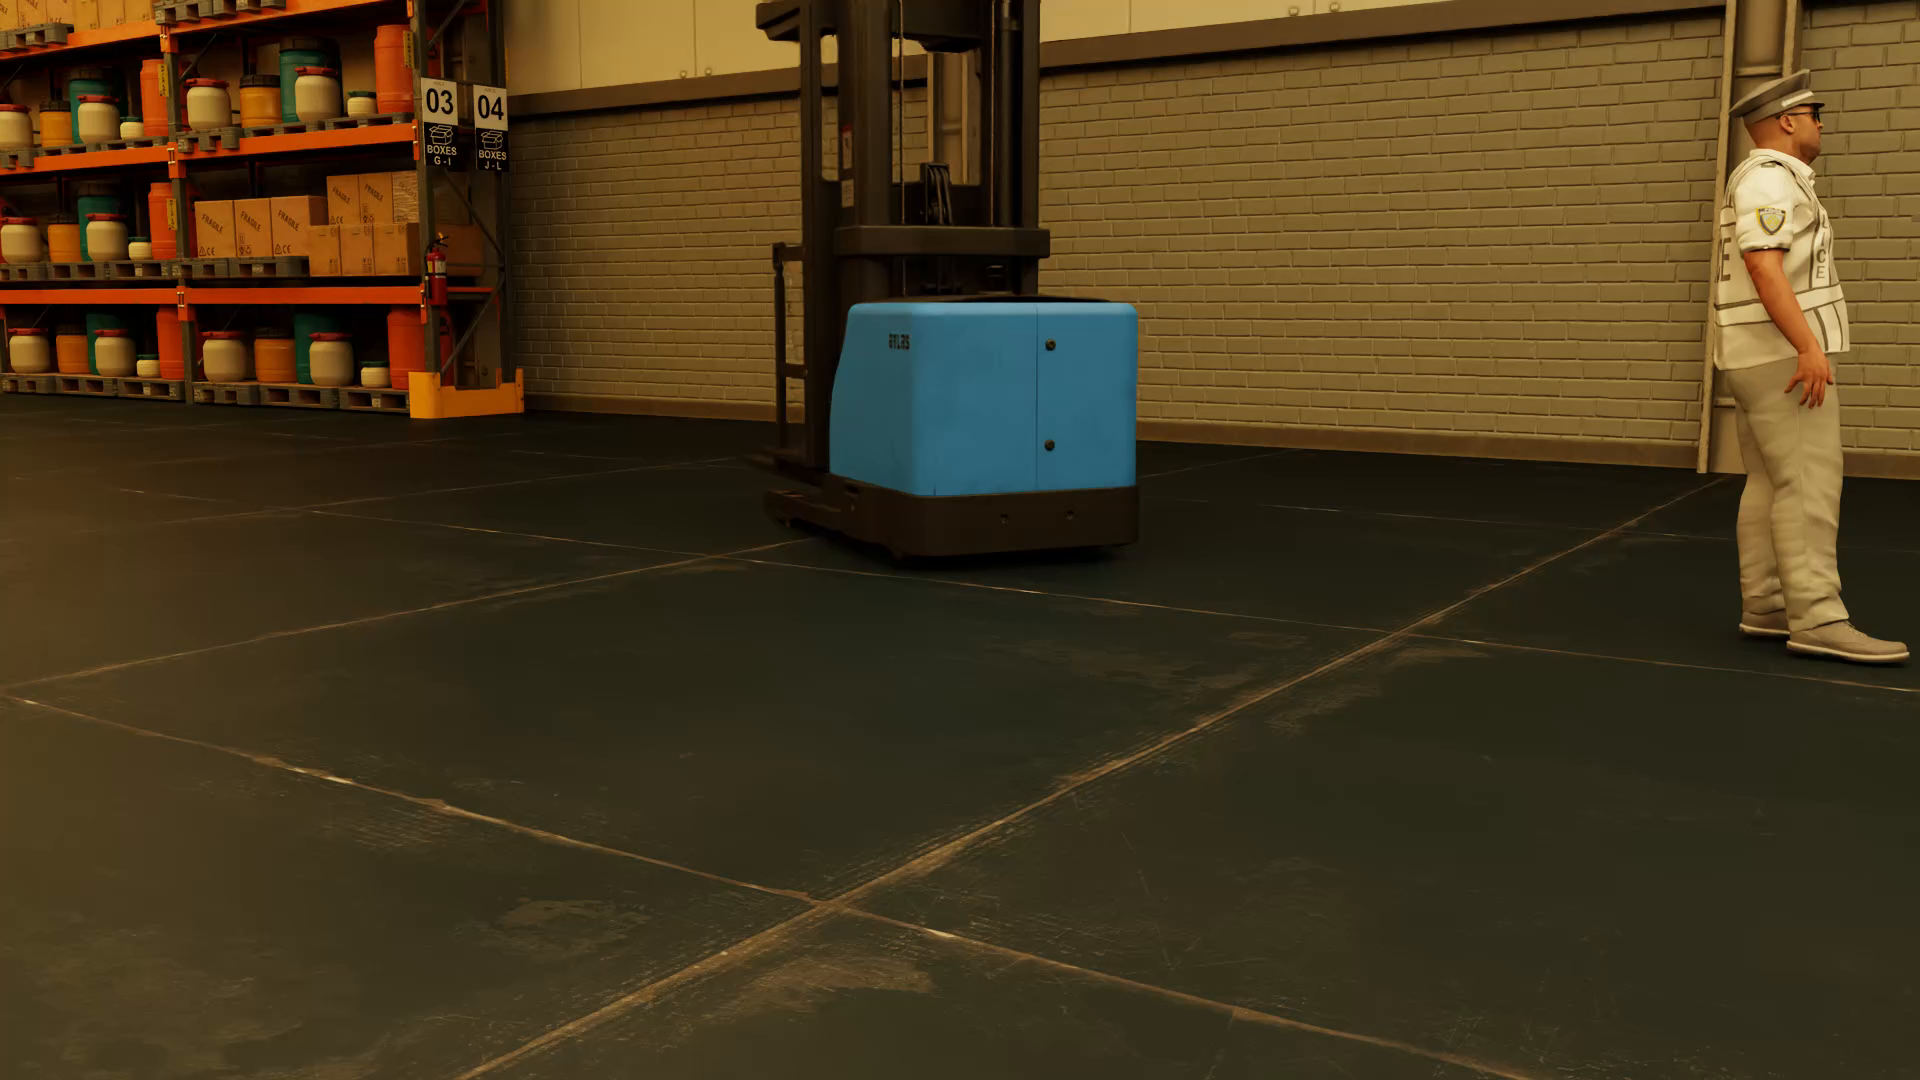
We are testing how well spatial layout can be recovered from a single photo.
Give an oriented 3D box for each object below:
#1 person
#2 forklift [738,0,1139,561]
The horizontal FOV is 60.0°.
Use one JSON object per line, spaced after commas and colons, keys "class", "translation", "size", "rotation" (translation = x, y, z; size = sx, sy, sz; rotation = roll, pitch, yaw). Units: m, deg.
{"class": "person", "translation": [2.647, -0.562, 5.174], "size": [0.576, 1.780, 0.640], "rotation": [3, 9, 19]}
{"class": "forklift", "translation": [-0.314, -1.533, 7.976], "size": [1.130, 2.935, 3.031], "rotation": [-4, 9, -24]}
